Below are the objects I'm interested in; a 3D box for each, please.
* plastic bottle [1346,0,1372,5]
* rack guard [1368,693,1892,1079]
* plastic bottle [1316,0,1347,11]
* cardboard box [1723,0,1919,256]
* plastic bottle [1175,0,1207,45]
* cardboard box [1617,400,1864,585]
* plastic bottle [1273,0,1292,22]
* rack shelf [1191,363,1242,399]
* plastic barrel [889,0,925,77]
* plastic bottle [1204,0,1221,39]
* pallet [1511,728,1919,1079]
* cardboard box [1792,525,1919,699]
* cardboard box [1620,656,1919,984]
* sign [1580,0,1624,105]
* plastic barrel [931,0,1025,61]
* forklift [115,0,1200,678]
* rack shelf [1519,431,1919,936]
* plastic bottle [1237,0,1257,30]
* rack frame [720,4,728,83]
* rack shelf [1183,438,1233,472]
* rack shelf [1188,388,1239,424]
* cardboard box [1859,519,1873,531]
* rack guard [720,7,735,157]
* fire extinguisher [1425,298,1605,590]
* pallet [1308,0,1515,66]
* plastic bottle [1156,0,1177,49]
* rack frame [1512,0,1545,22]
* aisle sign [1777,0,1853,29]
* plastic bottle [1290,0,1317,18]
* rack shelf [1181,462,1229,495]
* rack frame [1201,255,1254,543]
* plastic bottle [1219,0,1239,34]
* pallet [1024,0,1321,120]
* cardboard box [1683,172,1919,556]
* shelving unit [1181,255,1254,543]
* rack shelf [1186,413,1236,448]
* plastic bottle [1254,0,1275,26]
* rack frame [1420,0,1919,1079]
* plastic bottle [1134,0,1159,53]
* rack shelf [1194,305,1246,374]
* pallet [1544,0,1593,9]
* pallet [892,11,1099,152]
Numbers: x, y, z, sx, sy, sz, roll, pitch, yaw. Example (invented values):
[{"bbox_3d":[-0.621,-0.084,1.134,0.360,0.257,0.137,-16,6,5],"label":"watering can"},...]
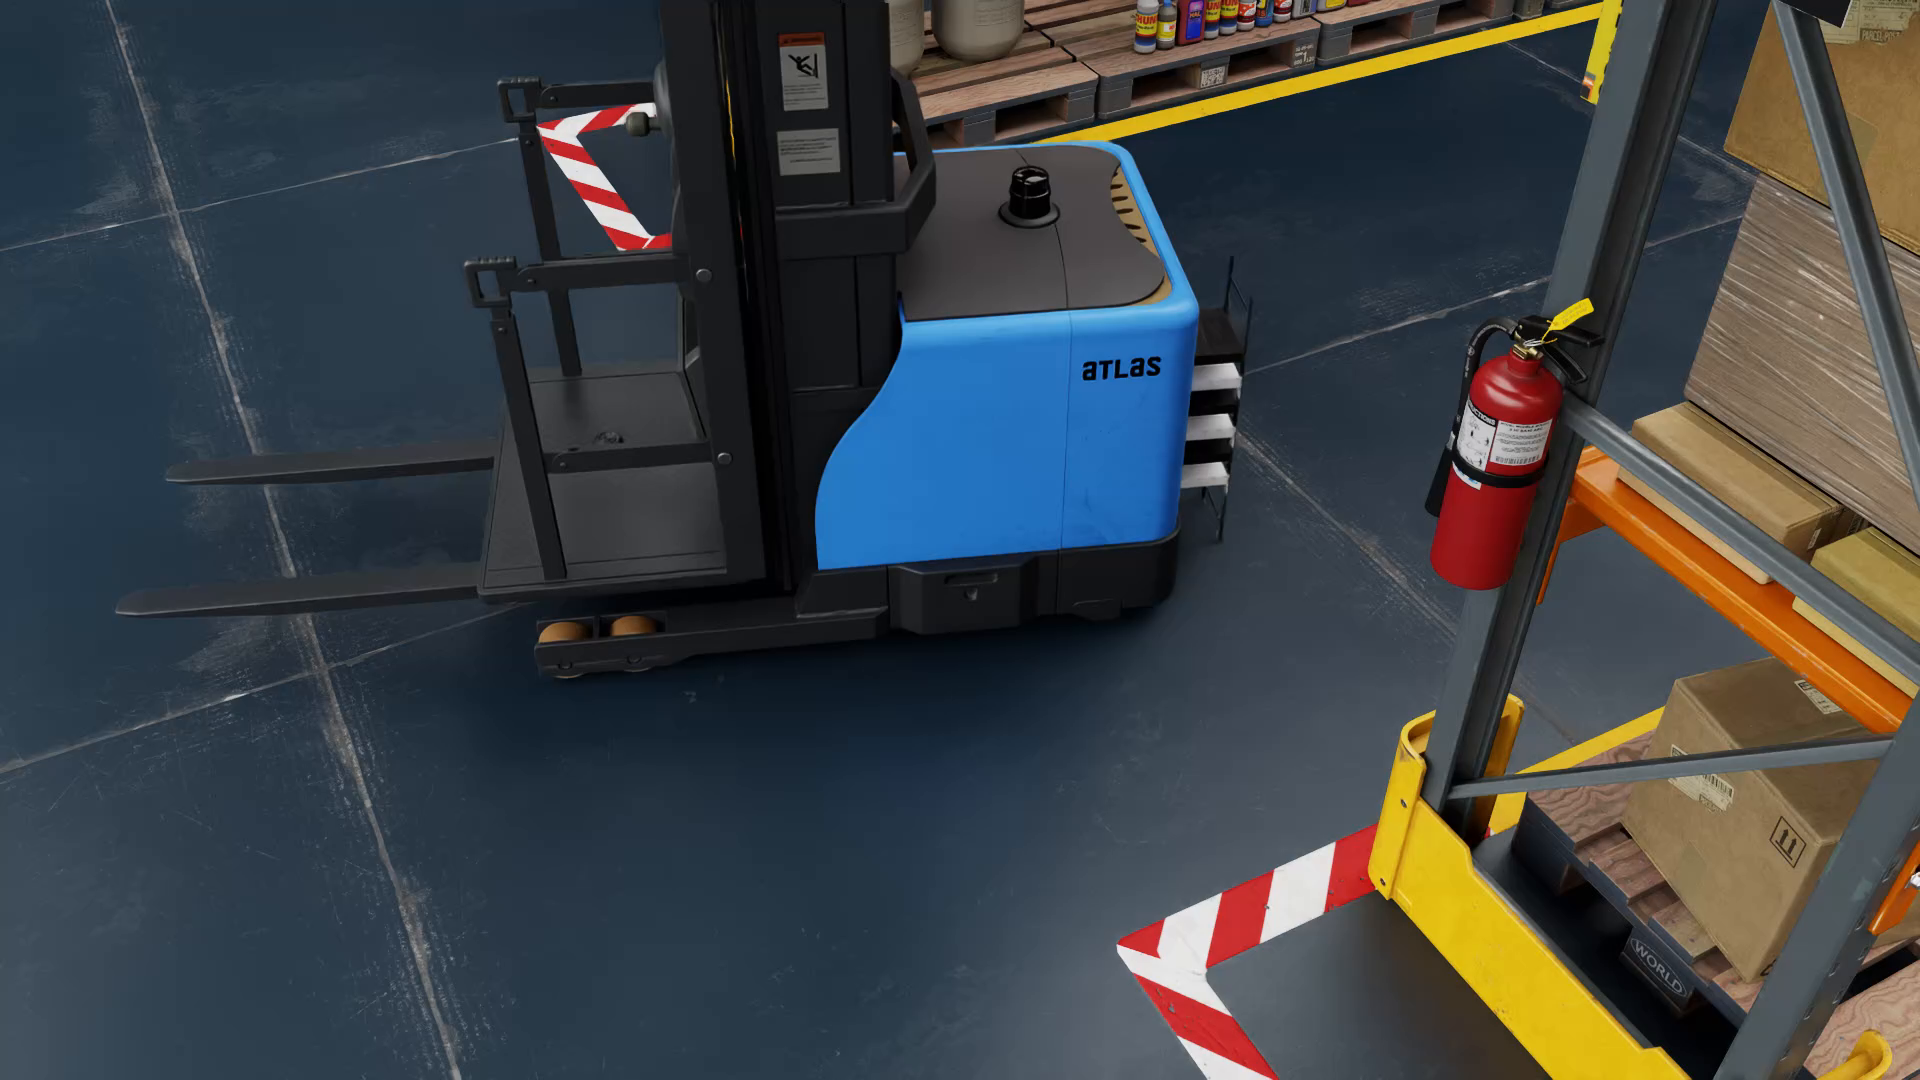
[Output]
[{"bbox_3d":[1.900,-2.681,7.857,0.133,0.283,0.061,-16,43,-18],"label":"plastic bottle"},{"bbox_3d":[1.441,0.926,3.769,0.348,0.500,1.175,-19,44,-21],"label":"rack guard"},{"bbox_3d":[1.739,-2.683,7.807,0.185,0.351,0.144,-19,44,-21],"label":"plastic bottle"},{"bbox_3d":[1.747,-0.844,2.844,0.500,0.500,0.500,-19,44,-21],"label":"cardboard box"},{"bbox_3d":[1.047,-2.394,7.518,0.133,0.283,0.061,-18,43,-20],"label":"plastic bottle"},{"bbox_3d":[1.531,-0.112,3.256,0.250,0.149,0.380,-19,44,-21],"label":"cardboard box"},{"bbox_3d":[1.501,-2.529,7.741,0.097,0.201,0.097,0,40,0],"label":"plastic bottle"},{"bbox_3d":[0.705,-0.513,4.933,0.200,0.077,0.258,-5,40,-6],"label":"rack shelf"},{"bbox_3d":[-0.366,-2.294,7.239,0.421,0.512,0.421,0,40,0],"label":"plastic barrel"},{"bbox_3d":[1.142,-2.435,7.576,0.097,0.271,0.097,0,40,0],"label":"plastic bottle"},{"bbox_3d":[2.178,0.814,4.124,1.213,0.211,1.003,-19,44,-21],"label":"pallet"},{"bbox_3d":[1.736,0.142,2.955,0.250,0.149,0.380,-19,44,-21],"label":"cardboard box"},{"bbox_3d":[1.935,0.612,3.815,0.500,0.500,0.500,-11,41,-13],"label":"cardboard box"},{"bbox_3d":[1.135,-0.892,2.841,0.005,0.325,0.100,-19,44,-21],"label":"sign"},{"bbox_3d":[0.079,-2.444,7.416,0.421,0.512,0.421,0,40,0],"label":"plastic barrel"},{"bbox_3d":[-0.914,-1.086,4.264,3.031,2.935,1.130,-5,40,-6],"label":"forklift"},{"bbox_3d":[3.147,-0.327,3.872,4.000,0.370,1.077,-19,44,-21],"label":"rack shelf"},{"bbox_3d":[1.318,-2.467,7.668,0.097,0.201,0.097,0,40,0],"label":"plastic bottle"},{"bbox_3d":[-0.914,-2.843,6.287,0.127,3.000,1.000,-19,44,-21],"label":"rack frame"},{"bbox_3d":[0.705,-0.307,5.107,0.200,0.077,0.258,-5,40,-6],"label":"rack shelf"},{"bbox_3d":[0.705,-0.445,4.991,0.200,0.077,0.258,-5,40,-6],"label":"rack shelf"},{"bbox_3d":[1.753,-0.187,3.343,0.250,0.149,0.380,-19,44,-21],"label":"cardboard box"},{"bbox_3d":[-0.869,-1.939,7.153,0.348,0.500,1.175,-19,44,-21],"label":"rack guard"},{"bbox_3d":[1.059,-0.205,3.231,0.183,0.674,0.296,-19,44,-21],"label":"fire extinguisher"},{"bbox_3d":[2.018,-2.796,8.390,1.213,0.211,1.003,-19,44,-21],"label":"pallet"},{"bbox_3d":[0.929,-2.336,7.514,0.097,0.201,0.097,0,40,0],"label":"plastic bottle"},{"bbox_3d":[2.633,-4.037,7.697,0.127,3.000,1.000,-19,44,-21],"label":"rack frame"},{"bbox_3d":[1.180,-1.151,2.276,0.004,0.787,0.394,-19,44,-21],"label":"aisle sign"},{"bbox_3d":[1.593,-2.608,7.777,0.135,0.276,0.152,-18,43,-20],"label":"plastic bottle"},{"bbox_3d":[0.705,-0.238,5.165,0.200,0.077,0.258,-5,40,-6],"label":"rack shelf"},{"bbox_3d":[0.805,-0.410,5.038,0.006,0.900,0.240,-5,40,-6],"label":"rack frame"},{"bbox_3d":[1.230,-2.464,7.611,0.097,0.271,0.097,0,40,0],"label":"plastic bottle"},{"bbox_3d":[0.935,-2.429,7.957,1.213,0.211,1.003,-19,44,-21],"label":"pallet"},{"bbox_3d":[1.874,-0.305,2.981,0.500,0.500,0.875,-19,44,-21],"label":"cardboard box"},{"bbox_3d":[0.705,-0.401,5.028,0.210,0.900,0.258,-5,40,-6],"label":"shelving unit"},{"bbox_3d":[0.705,-0.376,5.049,0.200,0.077,0.258,-5,40,-6],"label":"rack shelf"},{"bbox_3d":[1.410,-2.525,7.682,0.097,0.271,0.097,0,40,0],"label":"plastic bottle"},{"bbox_3d":[1.374,-0.005,2.934,0.127,3.000,1.000,-19,44,-21],"label":"rack frame"},{"bbox_3d":[0.838,-2.332,7.455,0.097,0.271,0.097,0,40,0],"label":"plastic bottle"},{"bbox_3d":[0.705,-0.582,4.875,0.200,0.077,0.258,-5,40,-6],"label":"rack shelf"},{"bbox_3d":[3.312,-3.229,8.902,1.213,0.211,1.003,-19,44,-21],"label":"pallet"},{"bbox_3d":[-0.146,-2.068,7.530,1.213,0.211,1.003,-19,44,-21],"label":"pallet"}]
